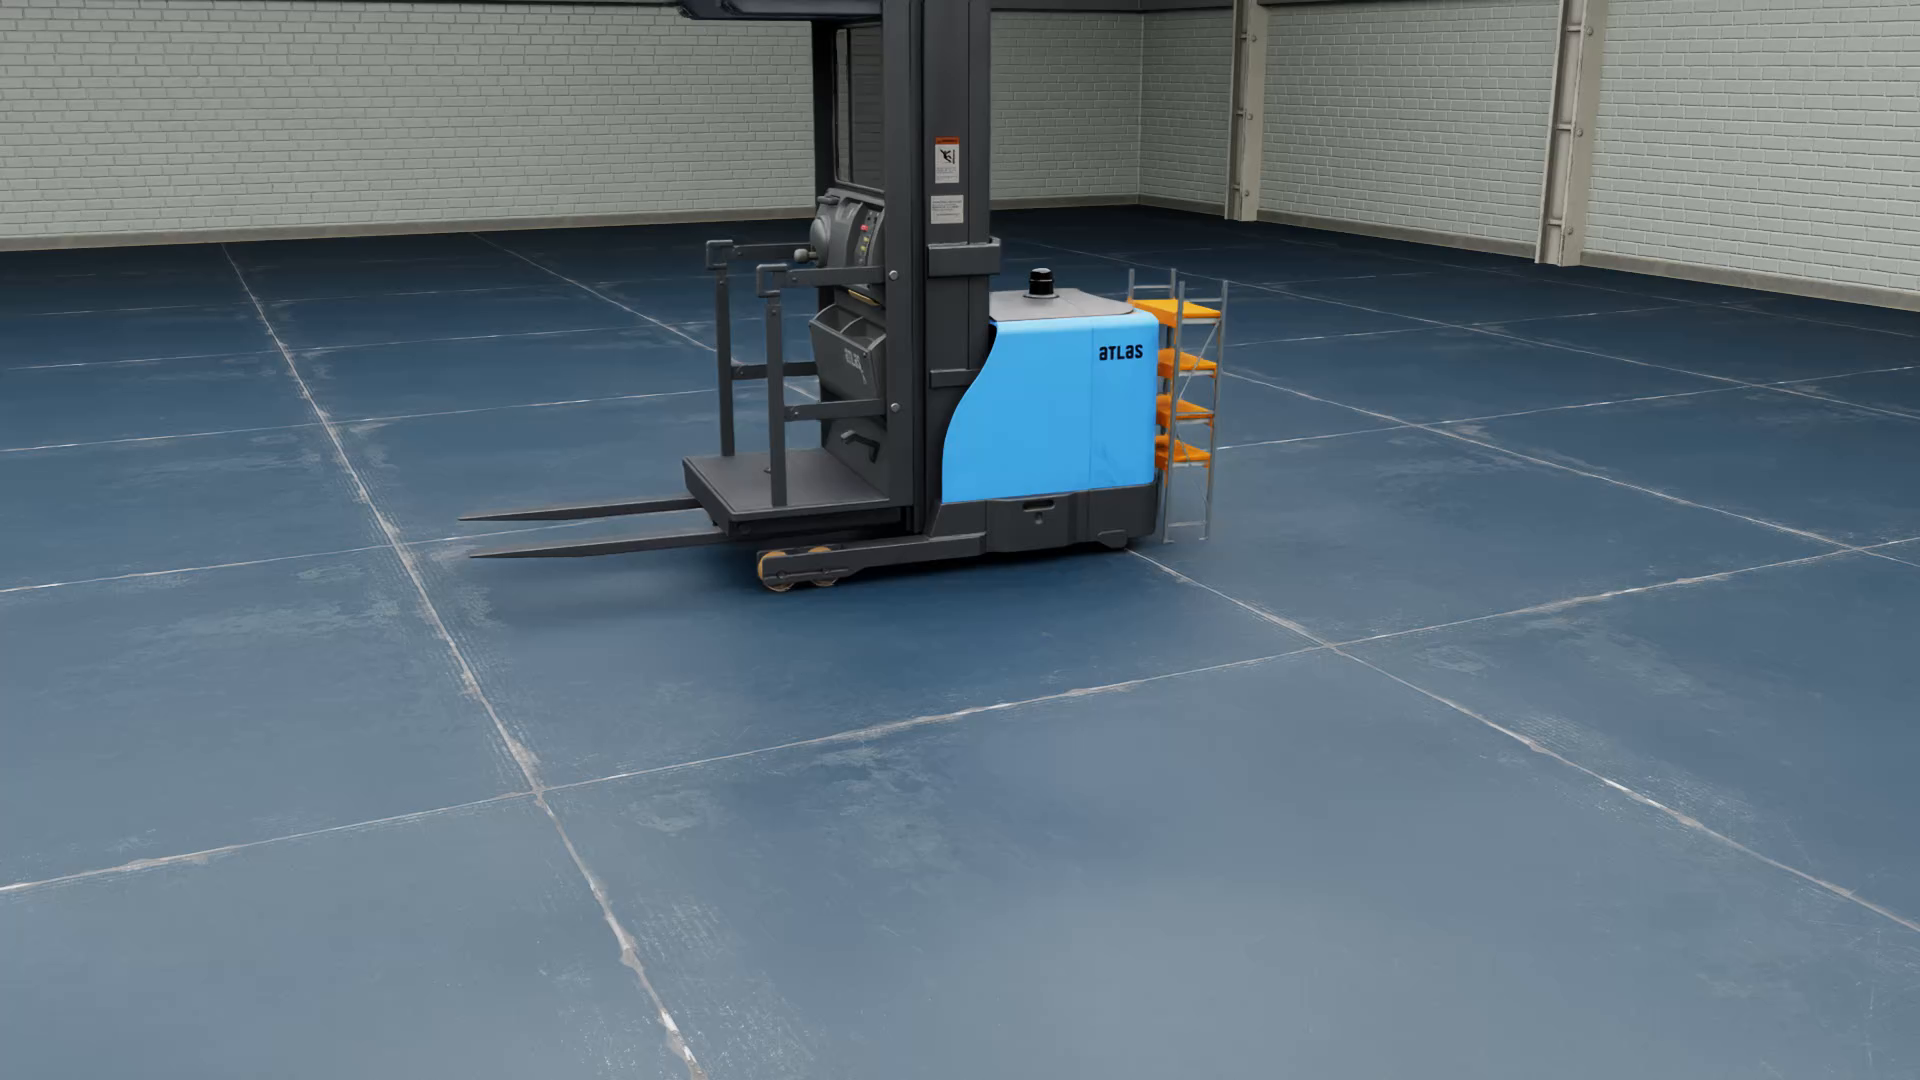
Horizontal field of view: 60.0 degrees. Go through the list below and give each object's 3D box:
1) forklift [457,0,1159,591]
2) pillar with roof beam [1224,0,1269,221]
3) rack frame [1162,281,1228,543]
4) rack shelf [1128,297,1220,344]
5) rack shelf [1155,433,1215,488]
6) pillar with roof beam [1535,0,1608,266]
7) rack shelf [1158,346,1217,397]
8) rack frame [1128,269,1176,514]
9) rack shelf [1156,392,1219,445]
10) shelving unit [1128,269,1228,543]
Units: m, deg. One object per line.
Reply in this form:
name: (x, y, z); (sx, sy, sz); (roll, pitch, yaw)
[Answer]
forklift: (-0.675, -1.358, 7.170); (3.031, 2.935, 1.130); (-6, 17, -19)
pillar with roof beam: (0.120, -8.351, 20.536); (9.100, 9.000, 0.400); (-8, 18, -25)
rack frame: (1.067, -0.574, 7.559); (0.240, 1.200, 0.015); (-4, 16, -21)
rack shelf: (0.991, -1.015, 7.674); (0.258, 0.148, 0.480); (-4, 16, -21)
rack shelf: (0.971, -0.380, 7.849); (0.258, 0.148, 0.480); (-4, 16, -21)
pillar with roof beam: (2.748, -6.863, 15.351); (9.100, 9.000, 0.400); (-8, 18, -25)
rack shelf: (0.984, -0.787, 7.737); (0.258, 0.148, 0.480); (-4, 16, -21)
rack frame: (0.891, -0.700, 7.997); (0.240, 1.200, 0.015); (-4, 16, -21)
rack shelf: (0.977, -0.572, 7.796); (0.258, 0.148, 0.480); (-4, 16, -21)
shelving unit: (0.979, -0.637, 7.778); (0.258, 1.200, 0.503); (-4, 16, -21)
